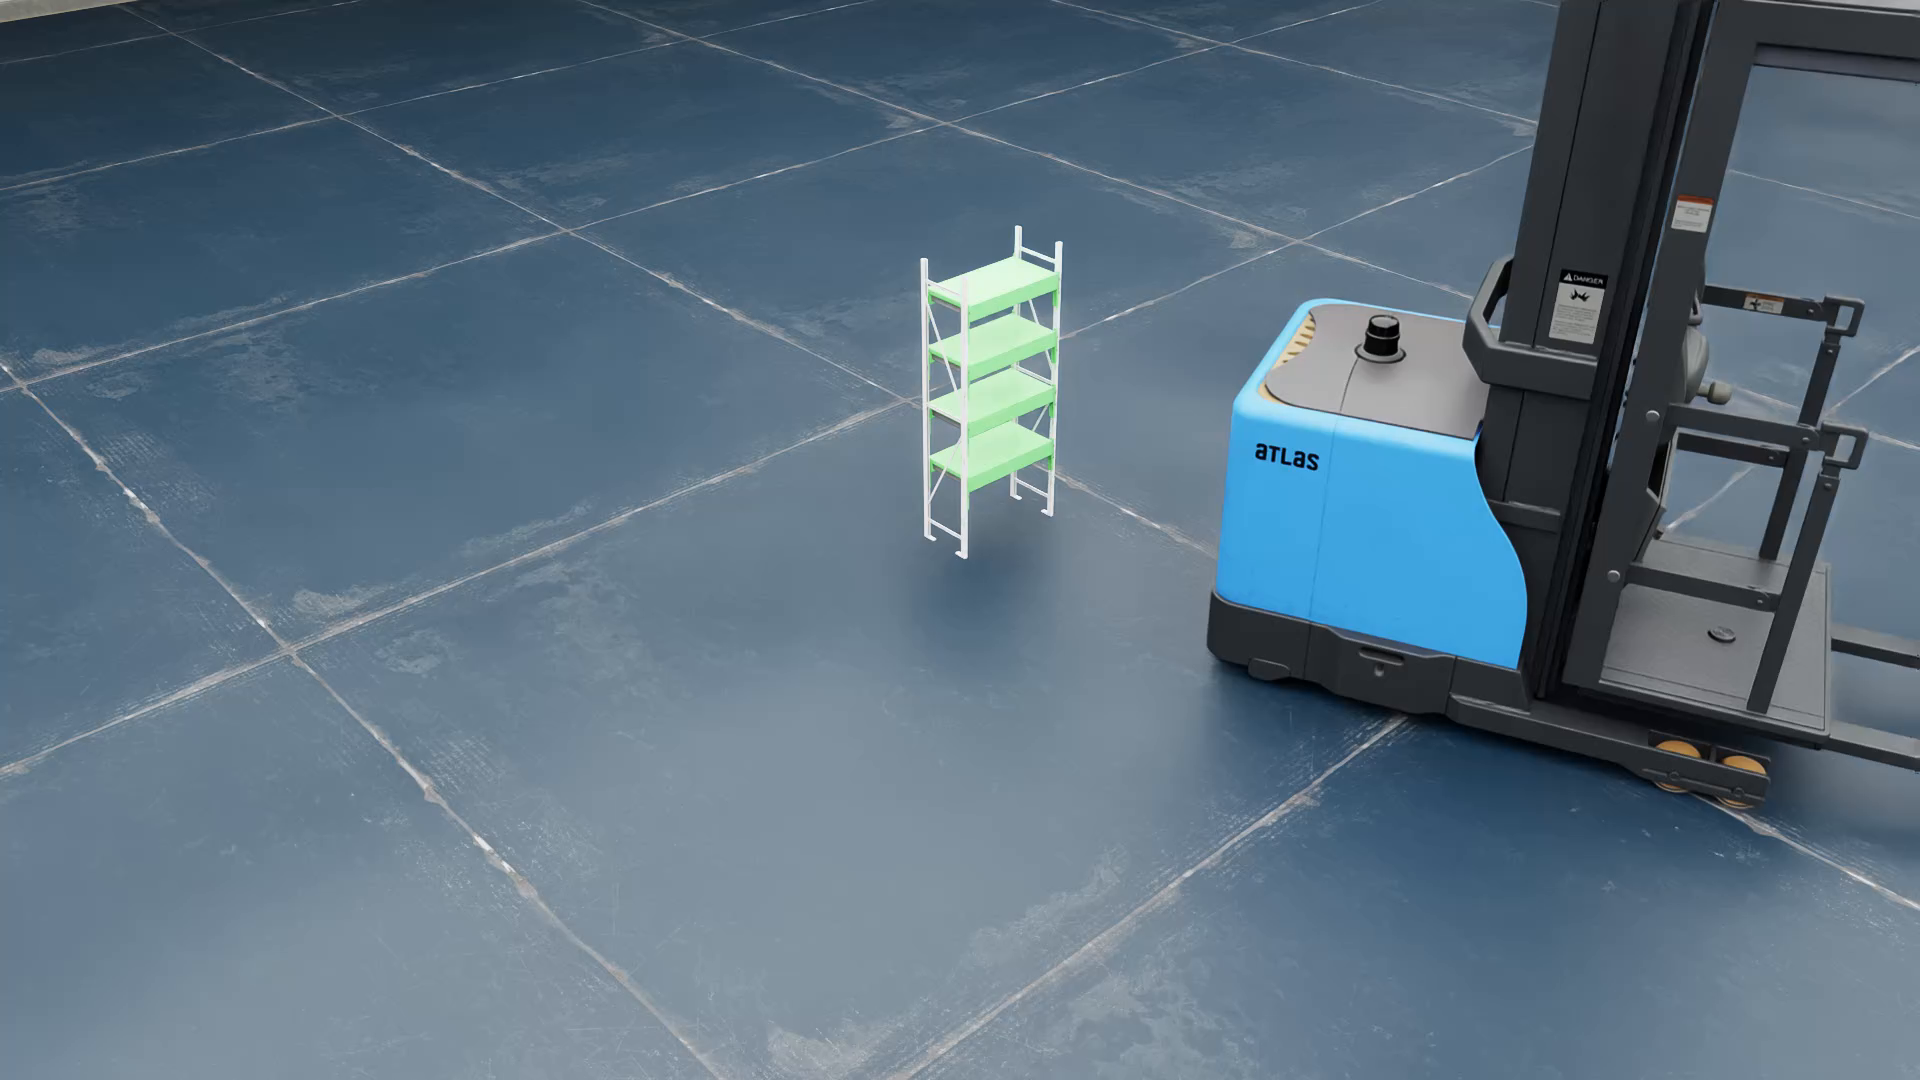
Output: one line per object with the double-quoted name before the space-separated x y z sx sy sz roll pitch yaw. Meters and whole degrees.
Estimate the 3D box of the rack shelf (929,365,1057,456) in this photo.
"rack shelf" 0.121 -0.516 6.566 0.480 0.148 0.258 -26 40 -35

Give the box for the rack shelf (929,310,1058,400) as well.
"rack shelf" 0.121 -0.721 6.441 0.480 0.148 0.258 -26 40 -35

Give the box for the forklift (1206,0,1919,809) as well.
"forklift" 2.450 -0.705 5.093 3.031 2.935 1.130 13 34 21

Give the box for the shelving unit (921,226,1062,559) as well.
"shelving unit" 0.121 -0.571 6.533 0.503 1.200 0.258 -26 40 -35

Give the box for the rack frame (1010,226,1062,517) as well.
"rack frame" 0.300 -0.657 6.675 0.015 1.200 0.240 -26 40 -35

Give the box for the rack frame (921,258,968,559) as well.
"rack frame" -0.058 -0.484 6.391 0.015 1.200 0.240 -26 40 -35

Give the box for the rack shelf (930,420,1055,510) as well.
"rack shelf" 0.121 -0.311 6.692 0.480 0.148 0.258 -26 40 -35

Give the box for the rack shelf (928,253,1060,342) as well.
"rack shelf" 0.121 -0.926 6.316 0.480 0.148 0.258 -26 40 -35
